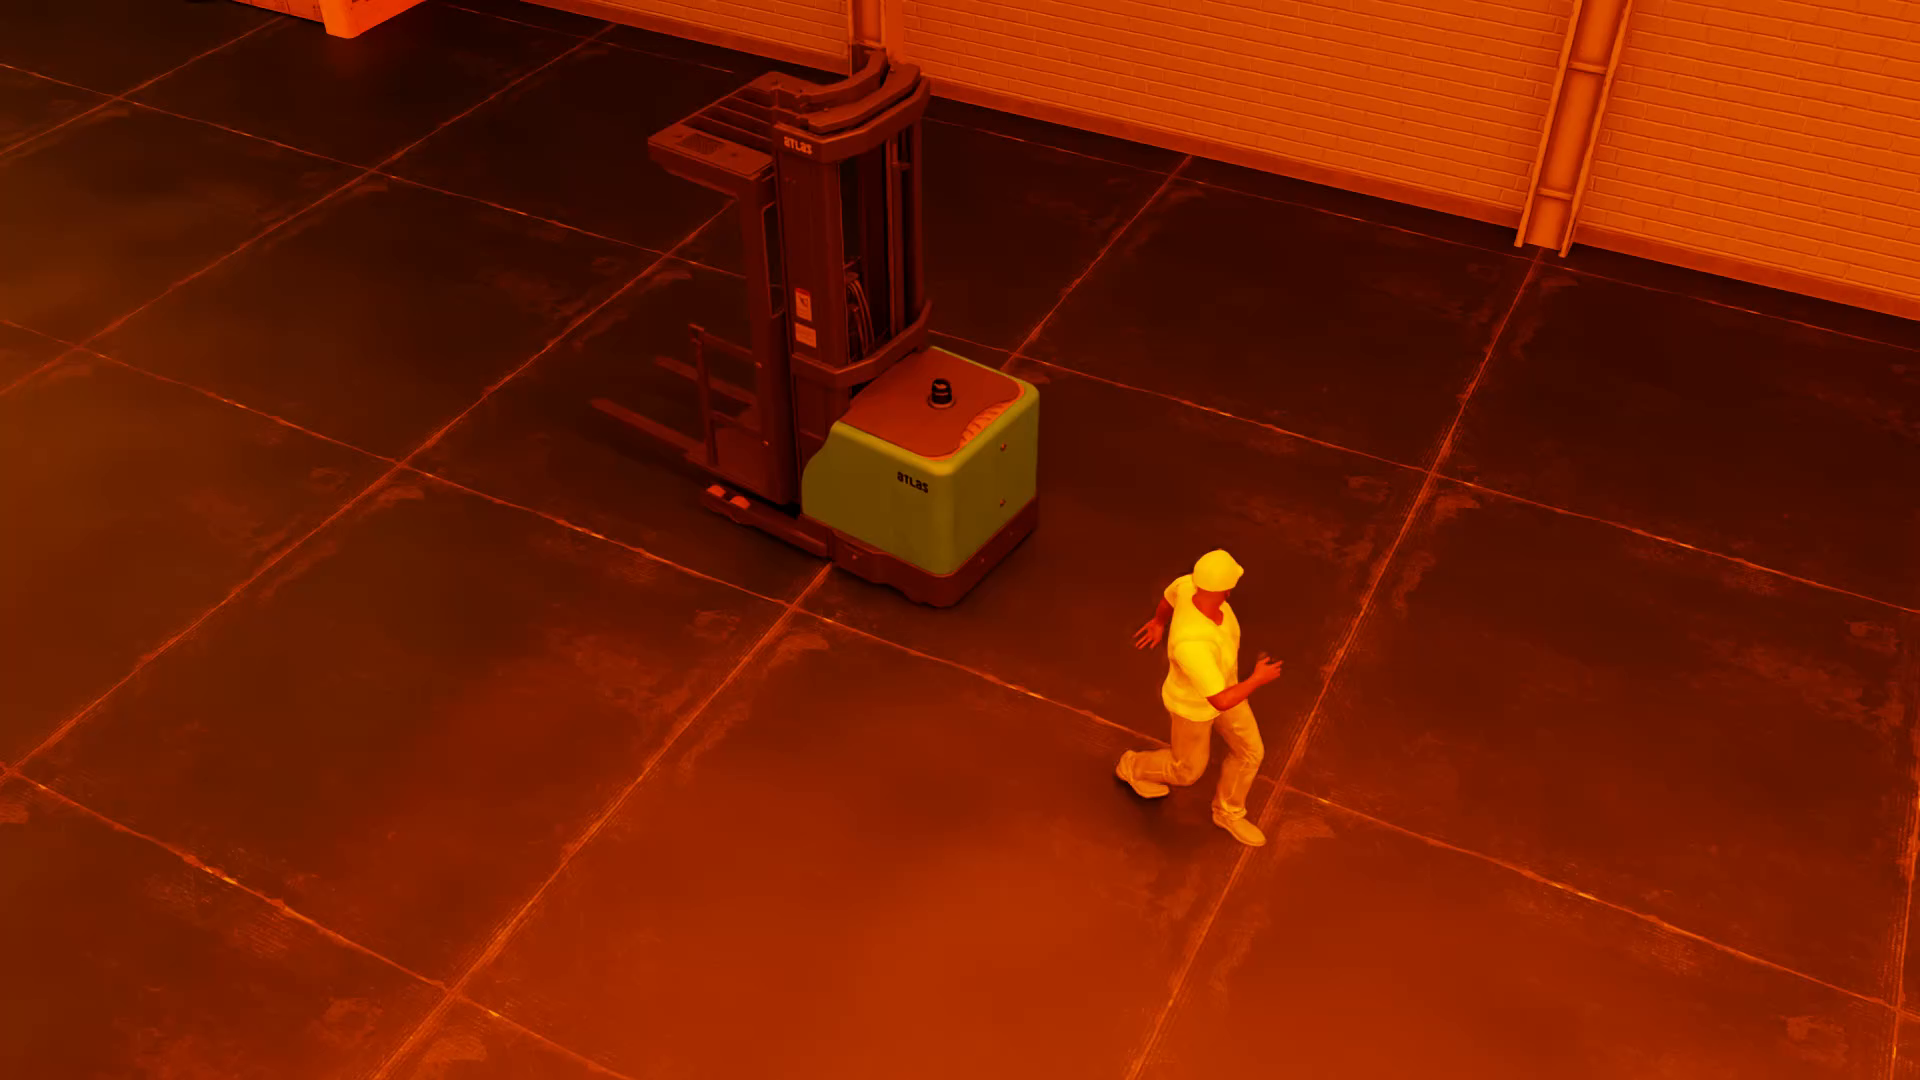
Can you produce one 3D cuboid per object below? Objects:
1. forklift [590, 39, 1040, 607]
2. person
[{"bbox_3d":[-1.021,-1.481,9.745,3.031,2.935,1.130,24,46,26],"label":"forklift"},{"bbox_3d":[1.174,0.730,8.113,0.937,1.679,0.595,22,45,24],"label":"person"}]
